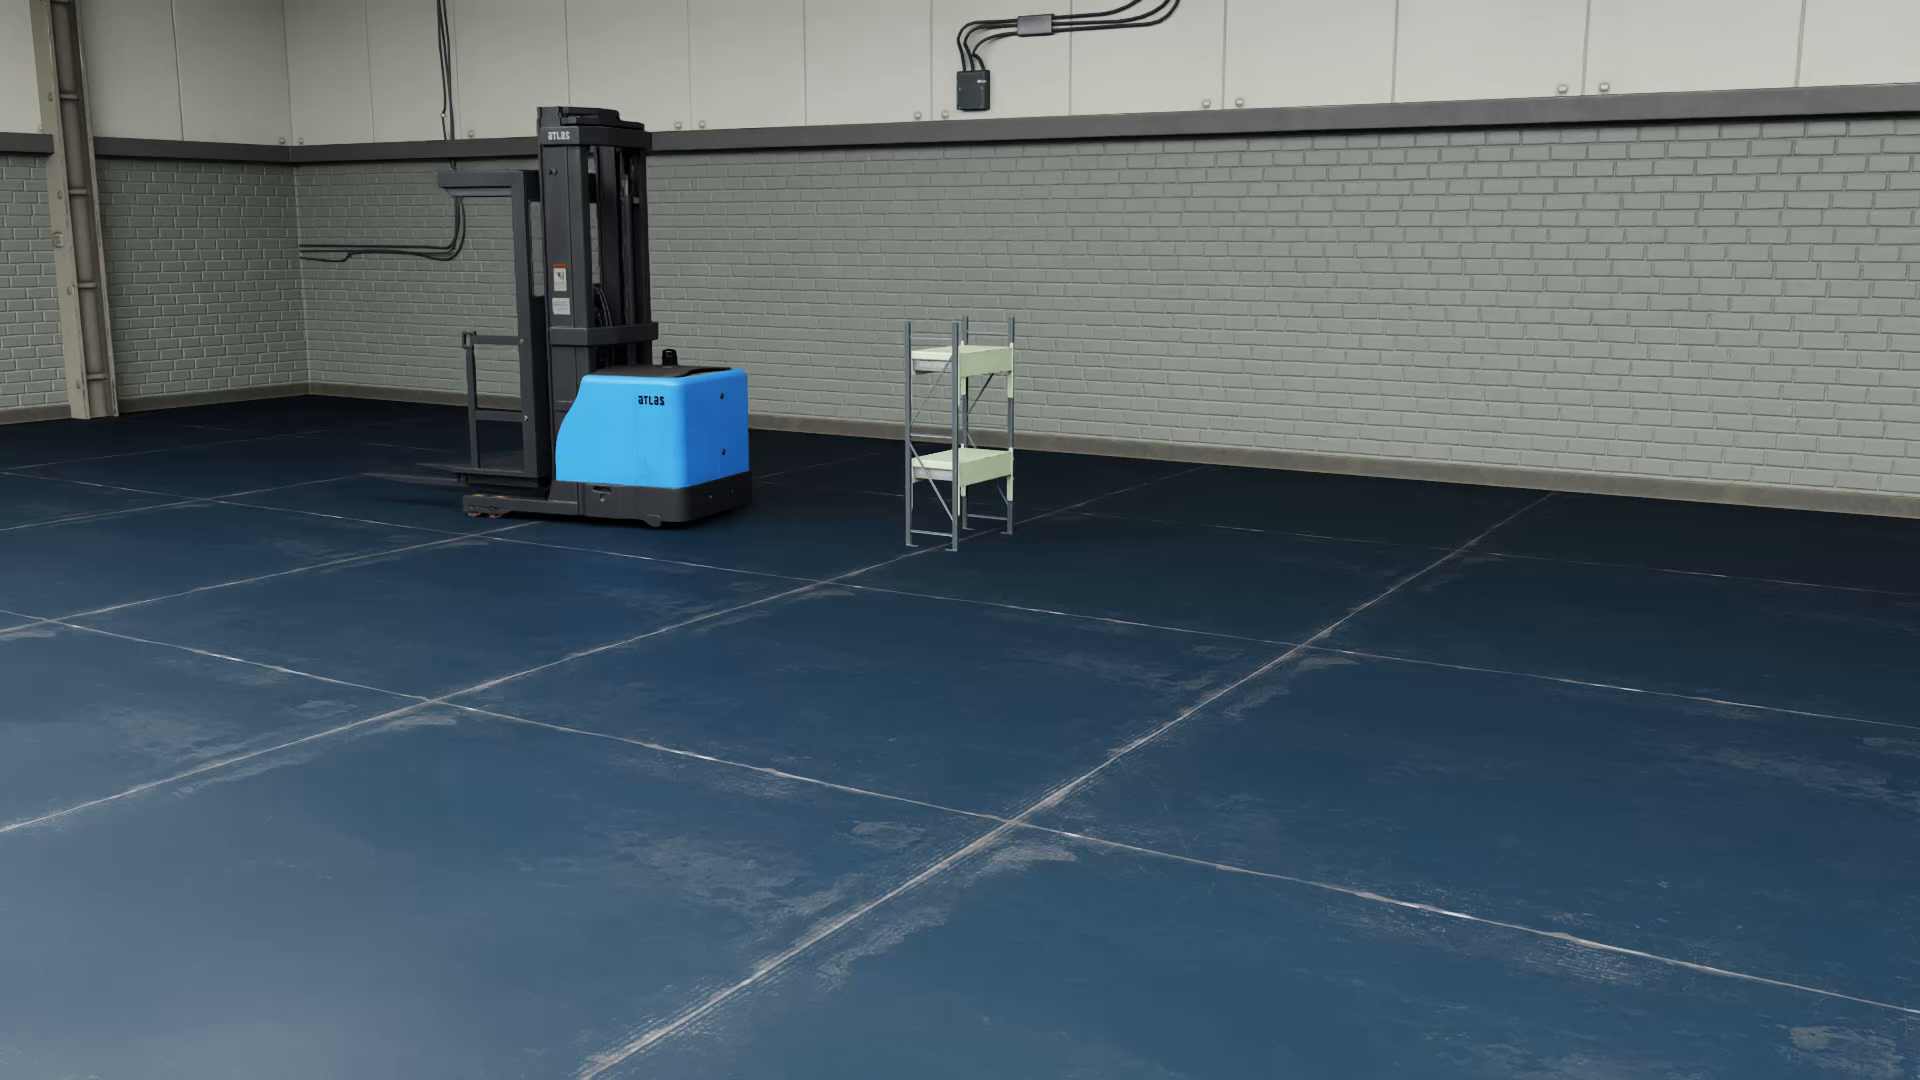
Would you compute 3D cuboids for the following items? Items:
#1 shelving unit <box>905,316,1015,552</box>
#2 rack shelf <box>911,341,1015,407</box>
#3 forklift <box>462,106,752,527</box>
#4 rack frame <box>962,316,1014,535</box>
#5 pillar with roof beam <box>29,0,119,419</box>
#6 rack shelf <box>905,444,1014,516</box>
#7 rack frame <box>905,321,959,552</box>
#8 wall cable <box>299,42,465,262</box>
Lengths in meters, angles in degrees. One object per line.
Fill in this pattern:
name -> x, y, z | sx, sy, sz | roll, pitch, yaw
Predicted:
shelving unit -> 0.003, -0.738, 11.236 | 0.431, 1.500, 0.755 | 6, 12, 31
rack shelf -> 0.003, -1.122, 11.164 | 0.431, 0.370, 0.720 | 6, 12, 31
forklift -> -3.129, -1.684, 12.399 | 3.031, 2.935, 1.130 | 4, 11, 22
rack frame -> 0.193, -0.796, 11.544 | 0.400, 1.500, 0.023 | 6, 12, 31
pillar with roof beam -> -6.114, -5.407, 15.798 | 9.100, 9.000, 0.400 | 6, 12, 31
rack shelf -> 0.003, -0.418, 11.296 | 0.431, 0.370, 0.720 | 6, 12, 31
rack frame -> -0.187, -0.681, 10.929 | 0.400, 1.500, 0.023 | 6, 12, 31
wall cable -> -7.134, -4.630, 20.081 | 3.097, 2.526, 0.112 | 6, 12, 31
